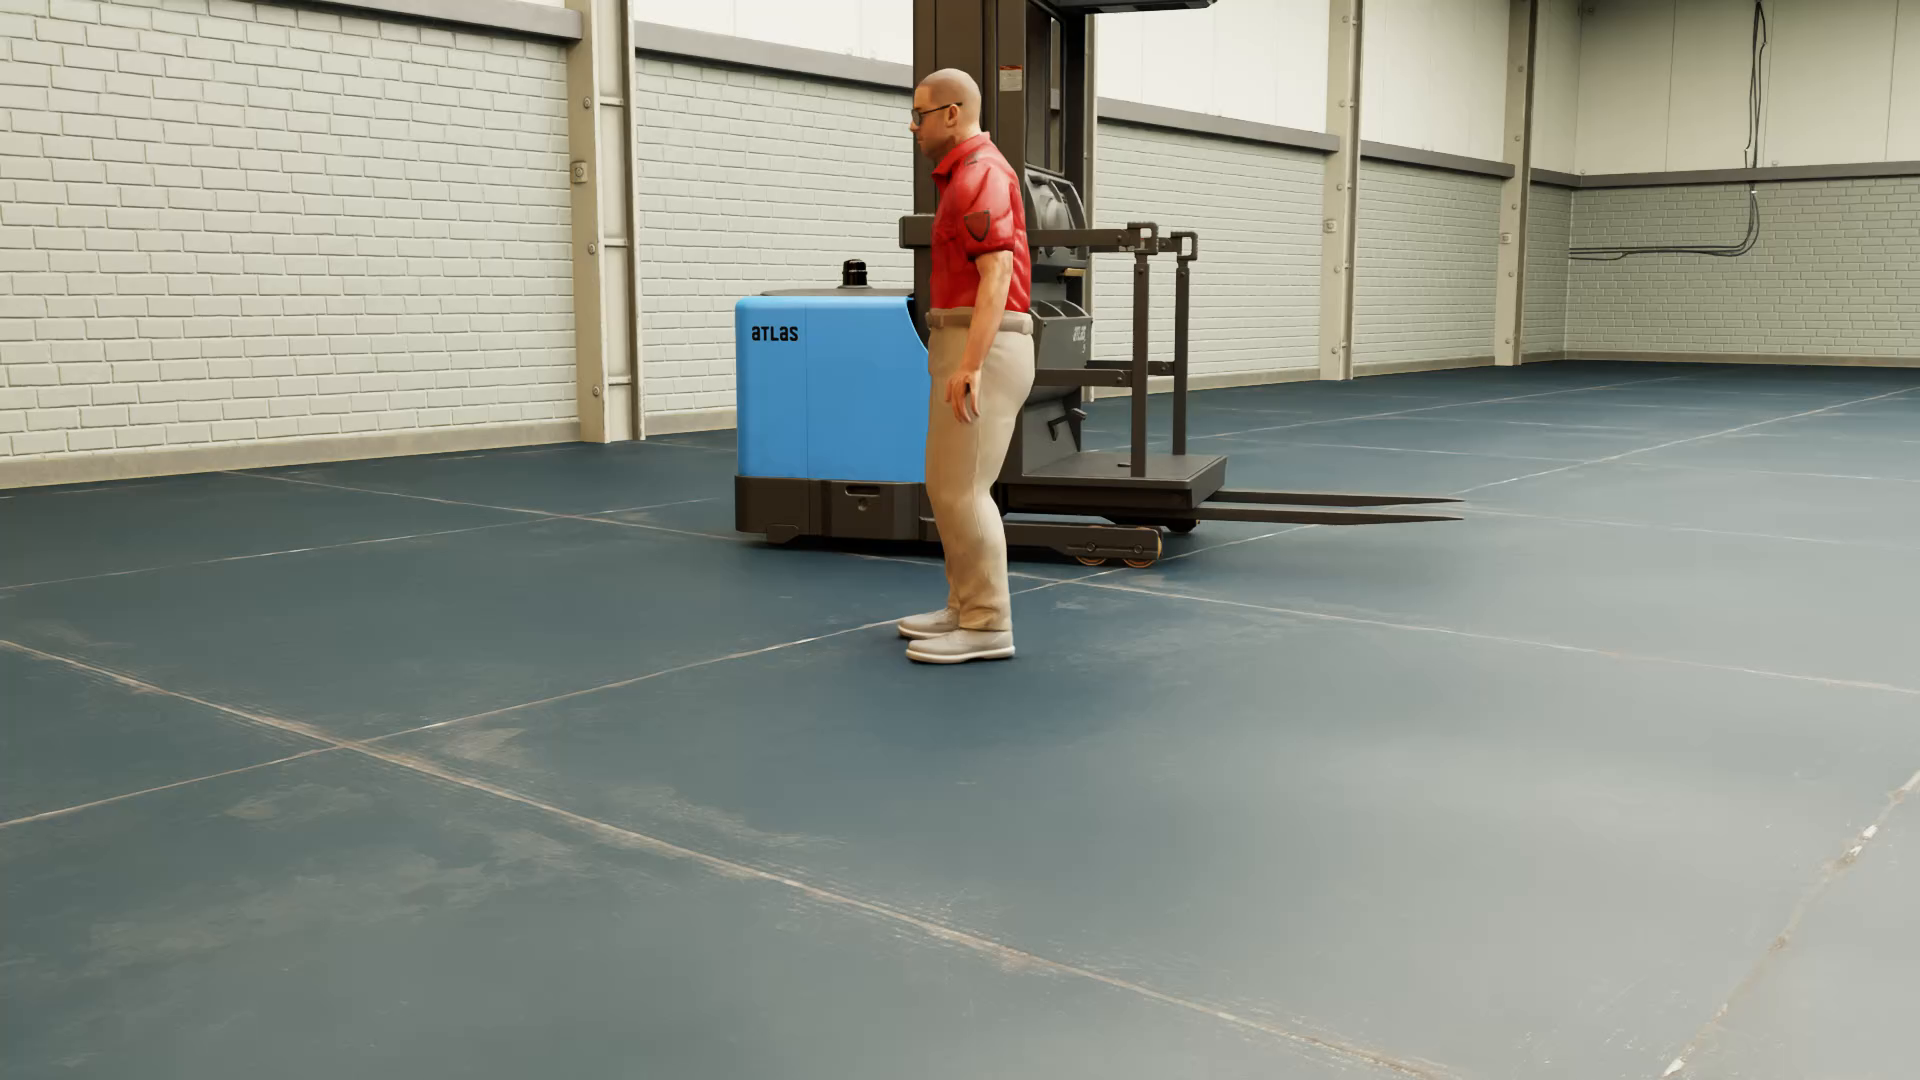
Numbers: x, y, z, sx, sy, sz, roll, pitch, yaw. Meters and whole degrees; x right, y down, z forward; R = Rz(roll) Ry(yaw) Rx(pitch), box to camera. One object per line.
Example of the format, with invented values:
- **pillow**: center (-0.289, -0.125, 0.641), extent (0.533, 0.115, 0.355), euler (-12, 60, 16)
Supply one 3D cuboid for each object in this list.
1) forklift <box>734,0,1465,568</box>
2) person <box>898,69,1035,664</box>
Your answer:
- **forklift**: center (0.601, -1.424, 7.012), extent (3.031, 2.935, 1.130), euler (3, 9, 17)
- **person**: center (0.015, -0.517, 4.976), extent (0.402, 1.725, 0.599), euler (0, 8, -3)
